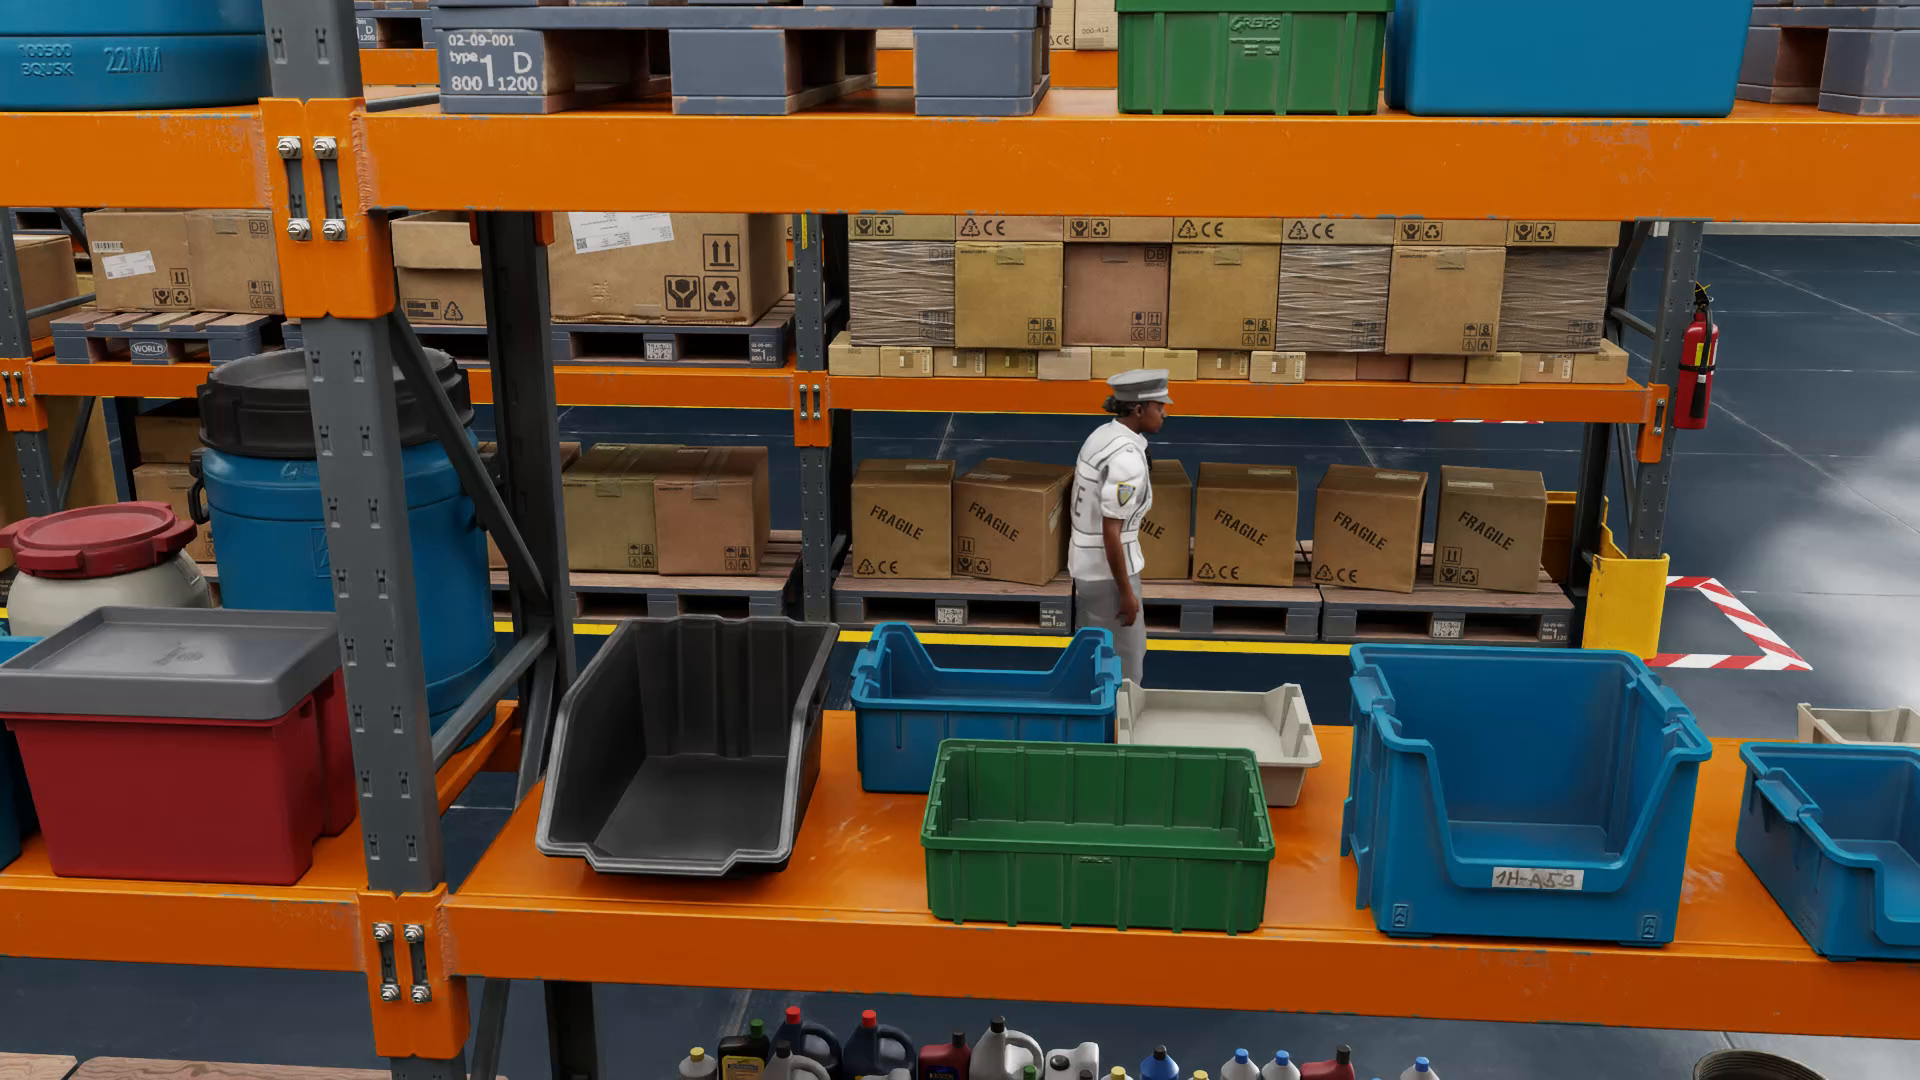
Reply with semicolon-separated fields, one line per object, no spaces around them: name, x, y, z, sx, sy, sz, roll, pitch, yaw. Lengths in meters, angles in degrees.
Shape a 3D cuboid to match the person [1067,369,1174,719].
person;0.641;0.147;6.590;0.427;1.658;0.527;0;18;1
